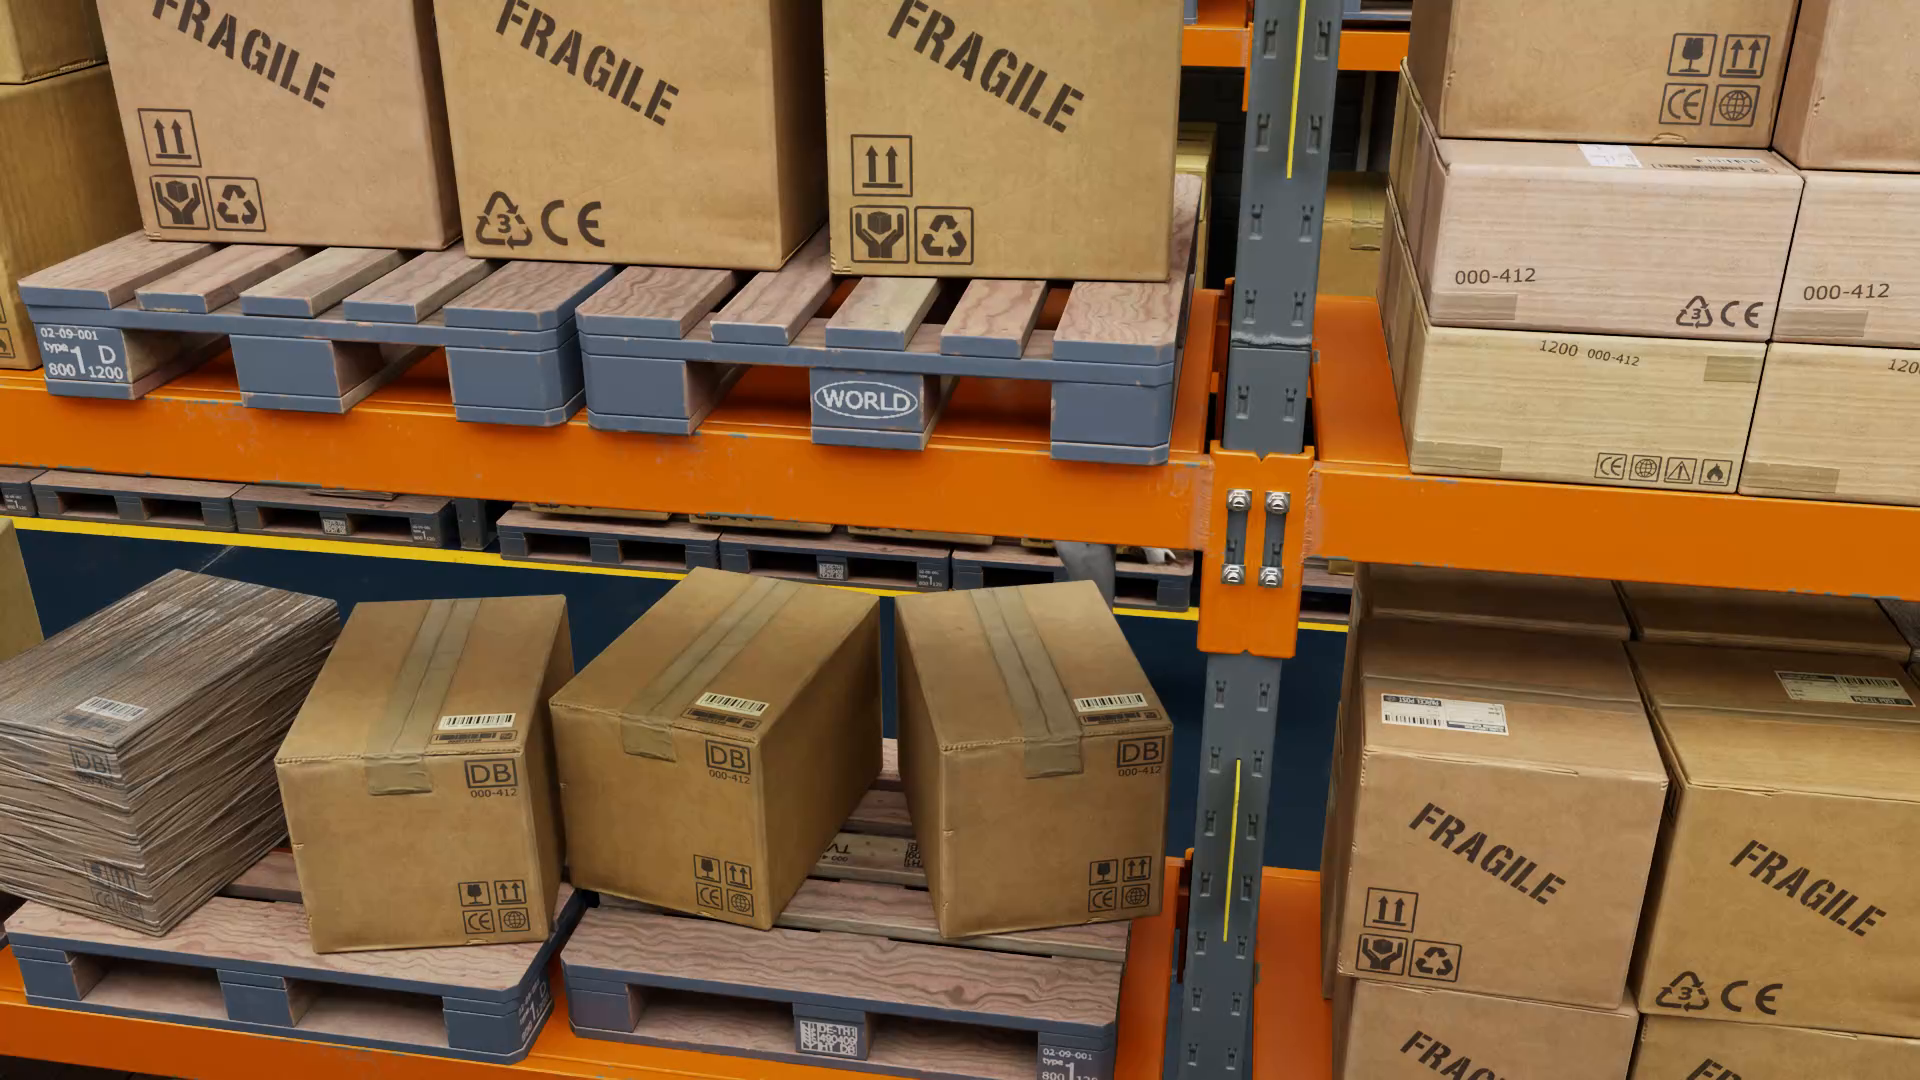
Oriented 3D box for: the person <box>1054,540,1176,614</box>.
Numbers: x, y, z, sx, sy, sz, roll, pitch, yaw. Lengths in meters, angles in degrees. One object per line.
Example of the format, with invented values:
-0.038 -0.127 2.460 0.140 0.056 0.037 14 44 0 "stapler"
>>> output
0.662 -0.023 7.168 0.544 1.663 0.417 3 25 7 "person"
